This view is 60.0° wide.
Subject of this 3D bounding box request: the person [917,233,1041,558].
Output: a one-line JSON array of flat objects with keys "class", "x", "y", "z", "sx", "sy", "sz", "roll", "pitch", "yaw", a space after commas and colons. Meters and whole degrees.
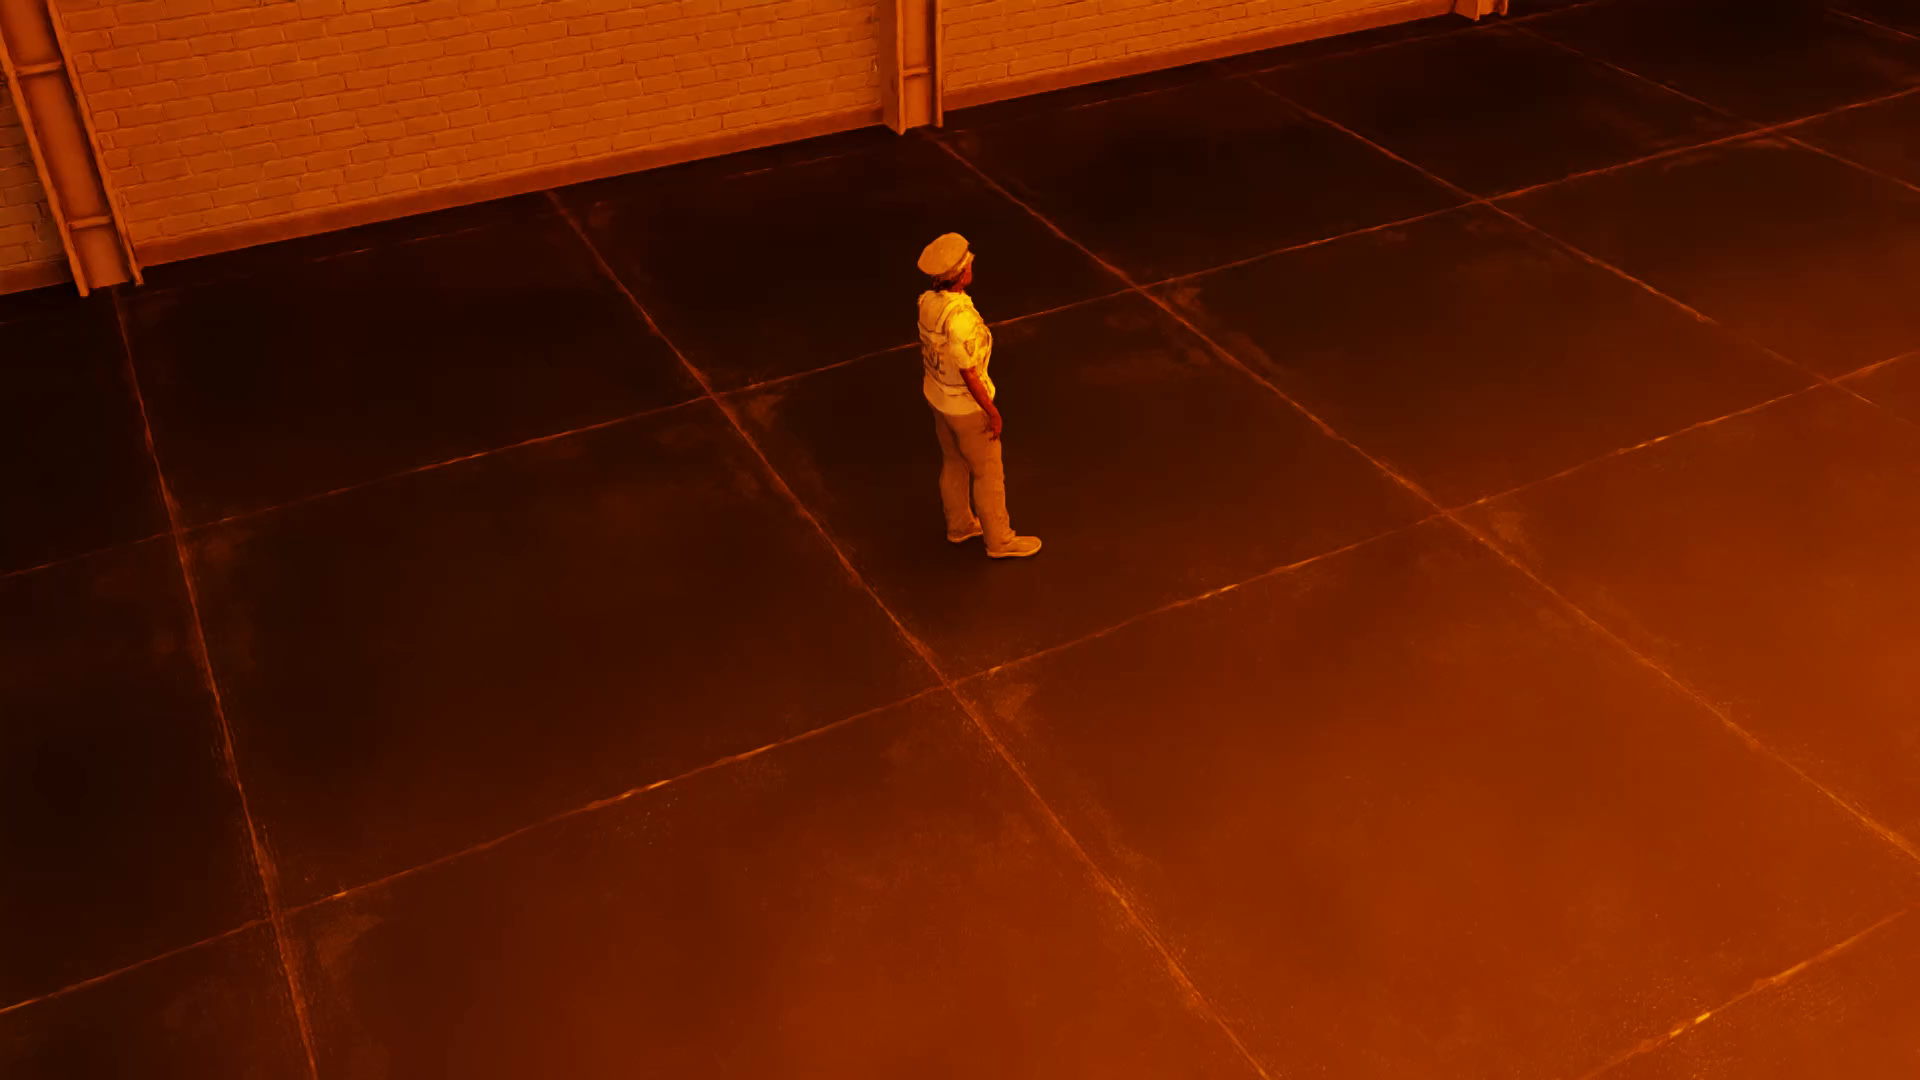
[{"class": "person", "x": 0.075, "y": -0.707, "z": 8.184, "sx": 0.529, "sy": 1.691, "sz": 0.570, "roll": -17, "pitch": 39, "yaw": -23}]
